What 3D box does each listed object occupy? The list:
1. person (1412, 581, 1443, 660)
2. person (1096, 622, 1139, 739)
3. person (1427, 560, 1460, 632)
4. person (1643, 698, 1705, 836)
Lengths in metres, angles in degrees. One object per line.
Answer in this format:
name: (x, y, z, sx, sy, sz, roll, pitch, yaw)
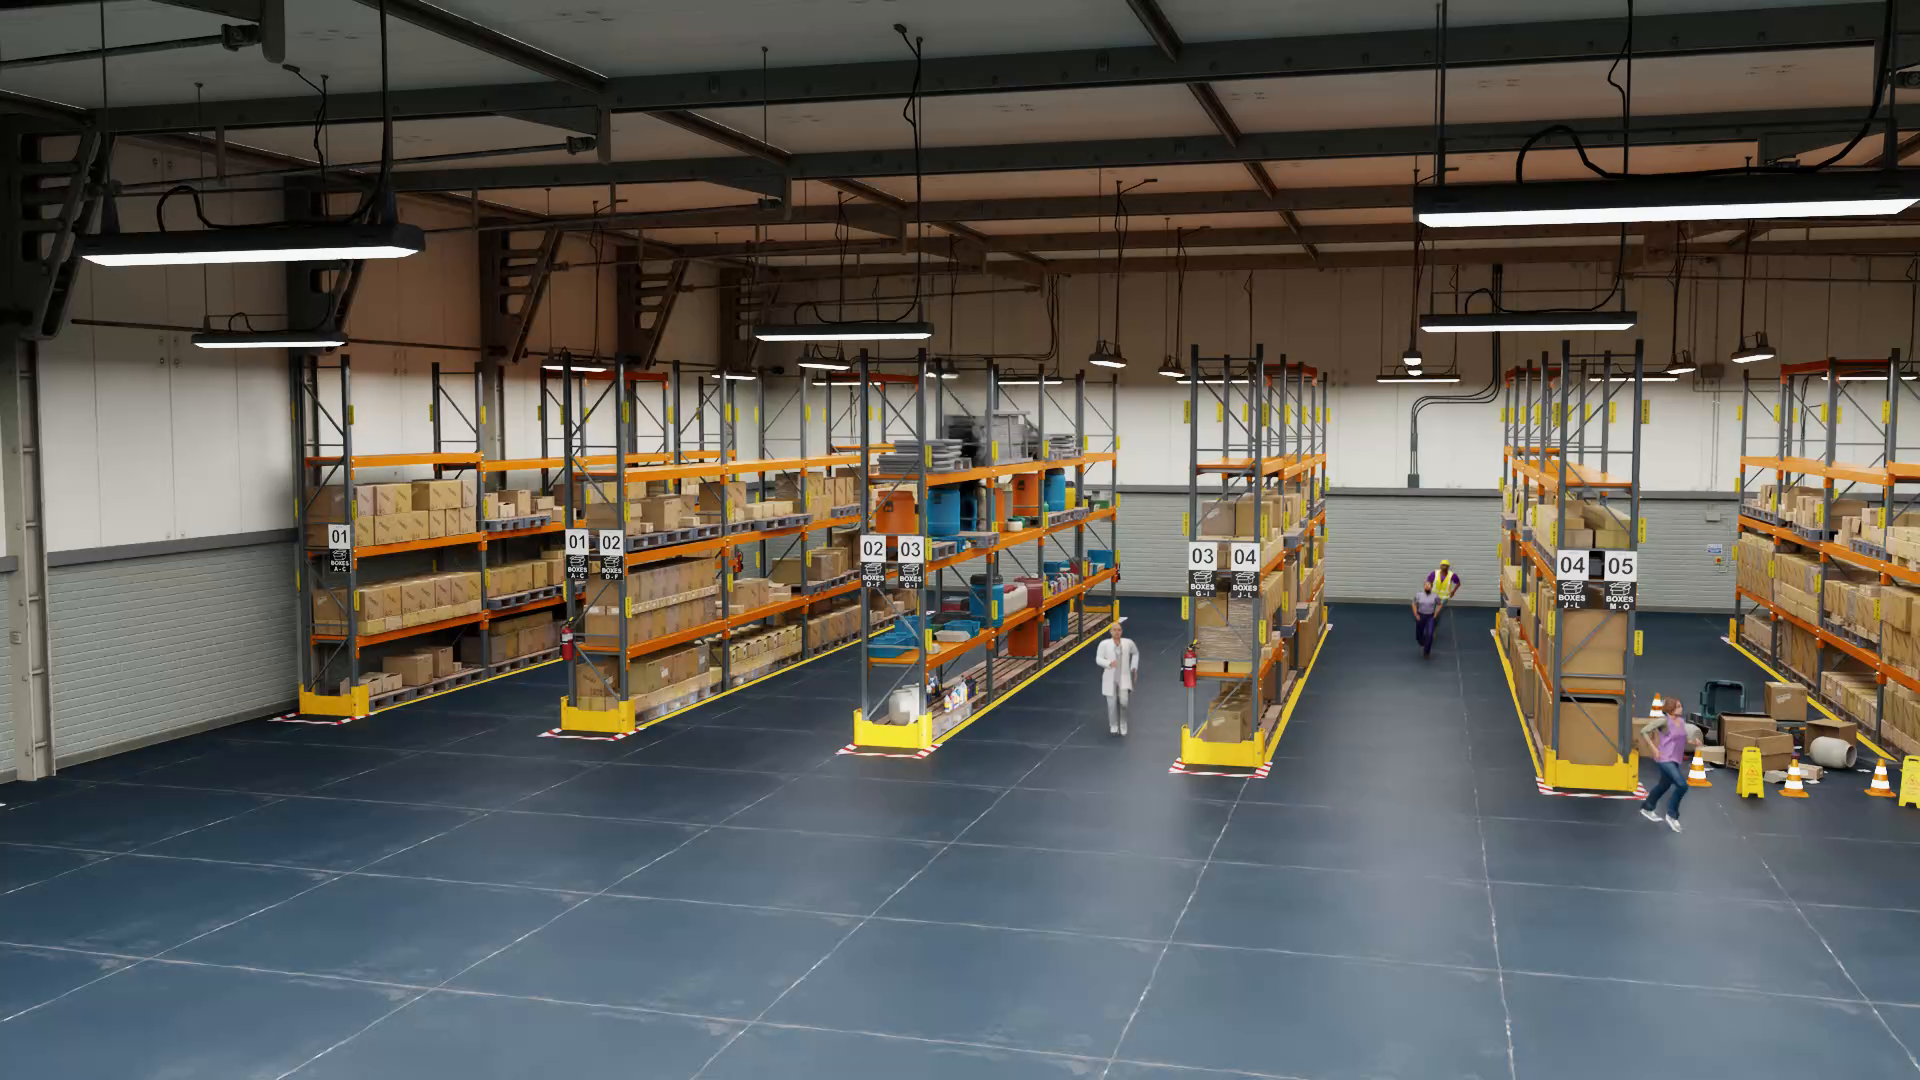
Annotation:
person: (9.651, 1.647, 34.377, 0.607, 1.583, 0.685, 2, 5, 21)
person: (2.452, 2.183, 25.862, 0.674, 1.804, 0.779, 0, 4, 4)
person: (10.872, 1.317, 37.538, 0.703, 1.773, 0.833, 3, 5, 30)
person: (8.567, 2.700, 20.046, 0.554, 1.625, 0.800, -3, 5, -35)
